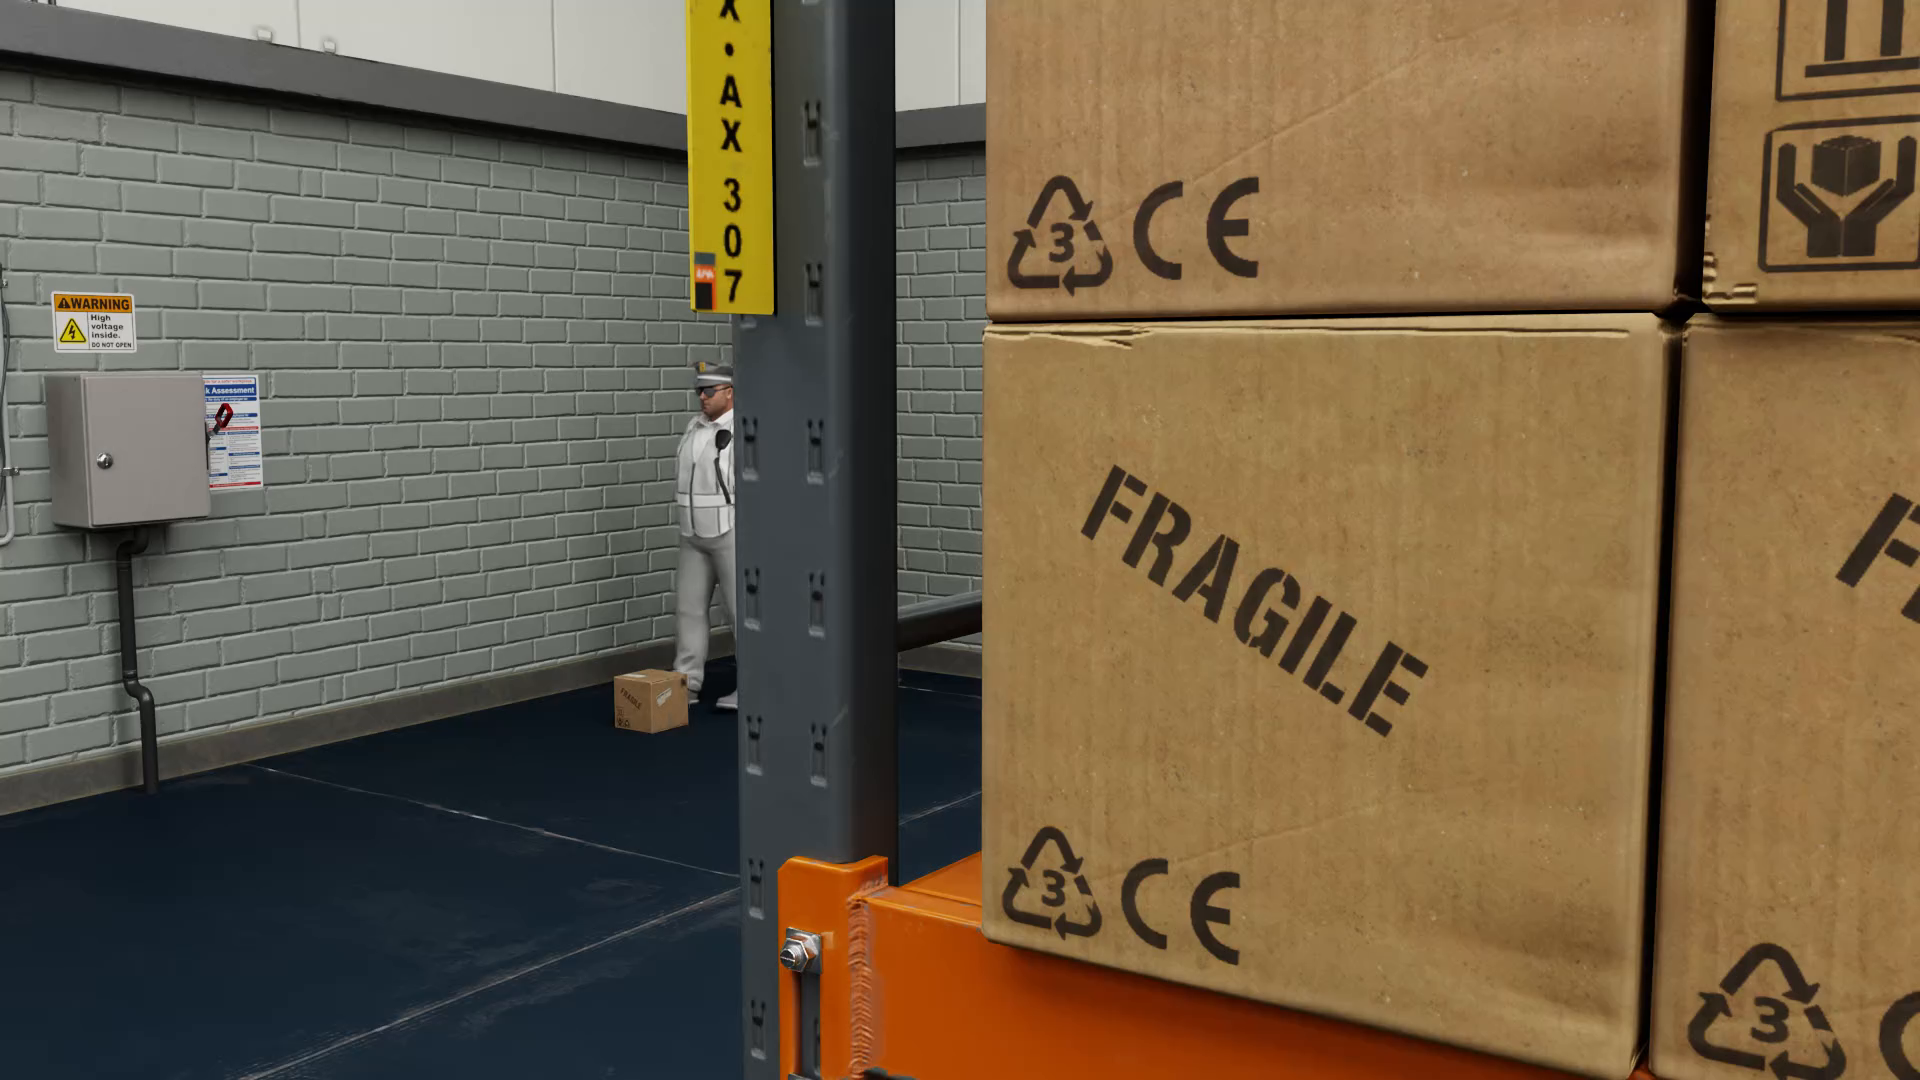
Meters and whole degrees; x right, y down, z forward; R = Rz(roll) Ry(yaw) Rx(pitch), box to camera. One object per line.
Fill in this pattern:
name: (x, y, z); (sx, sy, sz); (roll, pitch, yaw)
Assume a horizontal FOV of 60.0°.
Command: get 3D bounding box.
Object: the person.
person: (-1.252, -0.021, 8.323); (0.561, 1.750, 0.554); (4, 7, 33)
